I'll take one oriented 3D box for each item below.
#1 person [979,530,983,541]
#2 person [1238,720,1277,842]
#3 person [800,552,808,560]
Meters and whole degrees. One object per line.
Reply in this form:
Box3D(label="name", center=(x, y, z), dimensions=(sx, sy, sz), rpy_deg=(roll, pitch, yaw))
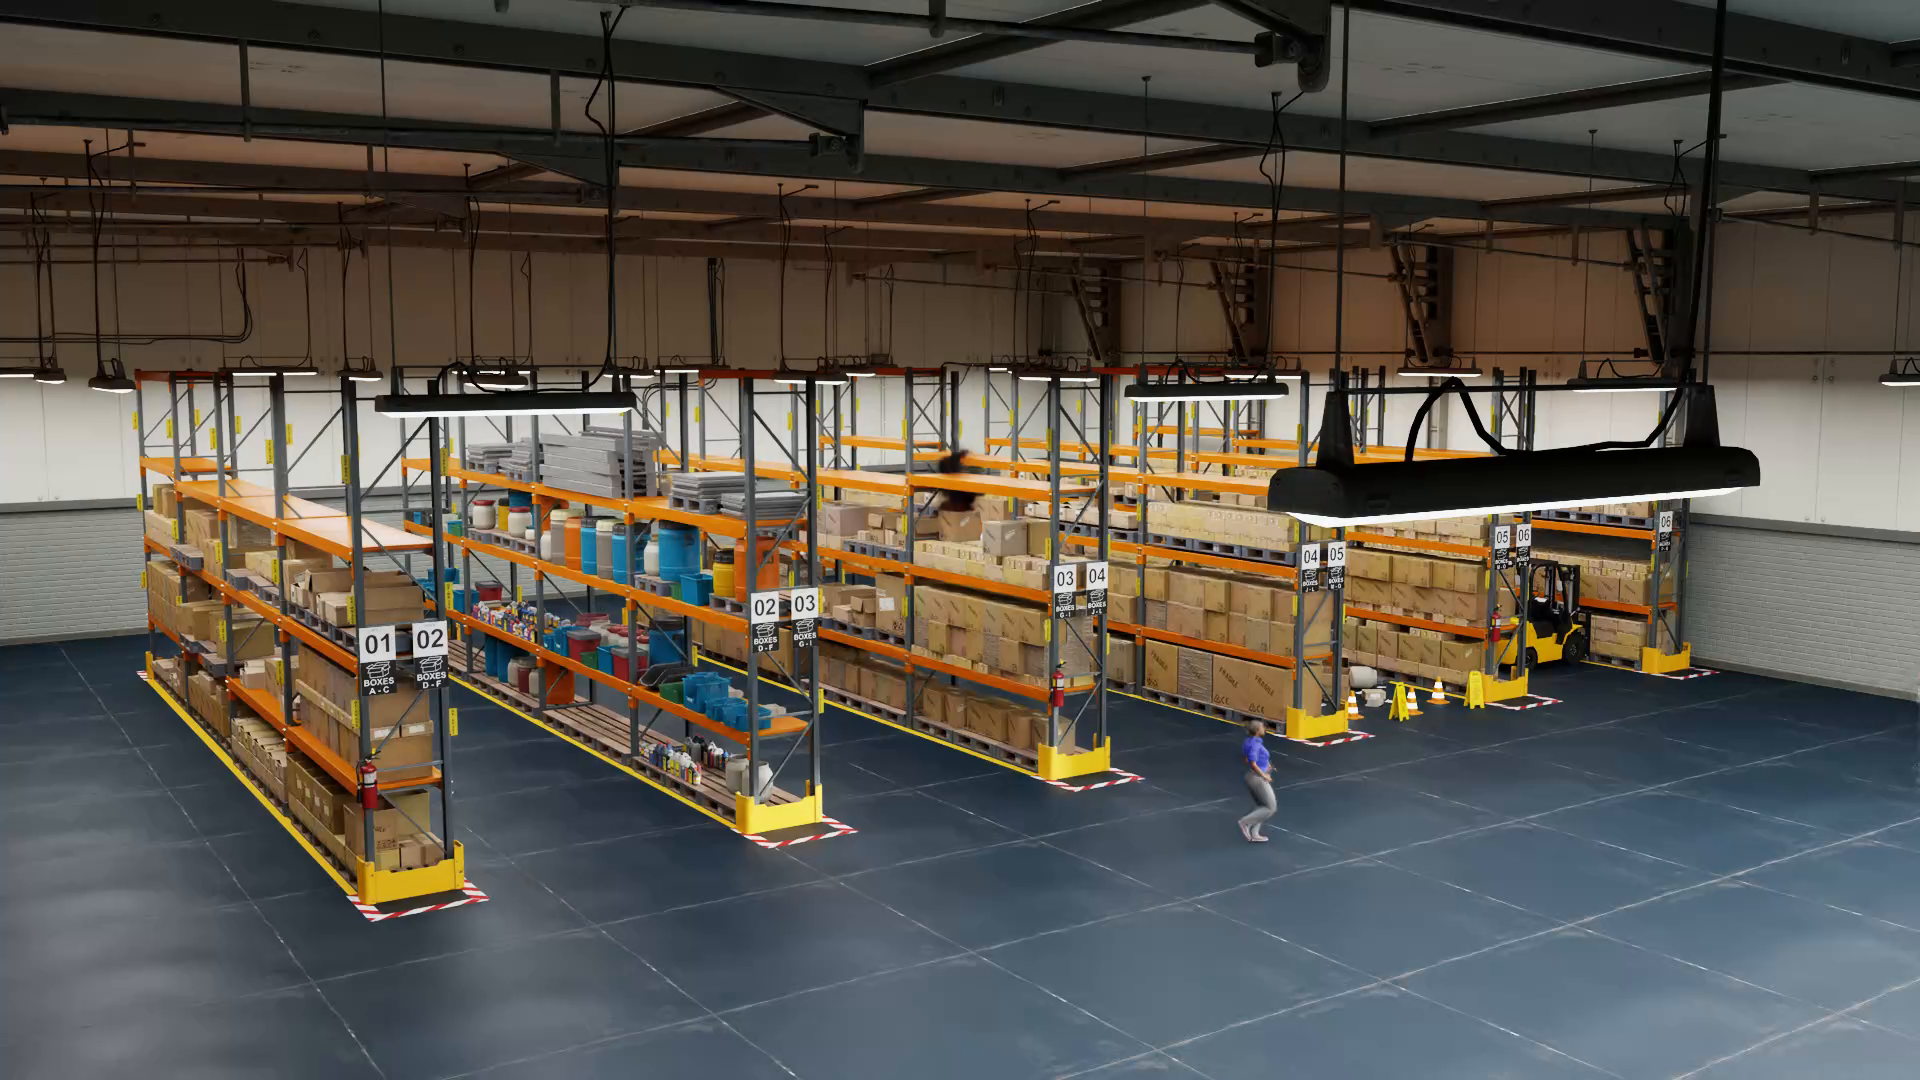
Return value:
Box3D(label="person", center=(0.413, 0.430, 44.786), dimensions=(0.714, 1.783, 0.694), rpy_deg=(1, 6, 5))
Box3D(label="person", center=(3.845, 3.112, 21.470), dimensions=(0.574, 1.605, 0.572), rpy_deg=(-1, 7, -9))
Box3D(label="person", center=(-3.660, 1.117, 38.643), dimensions=(0.703, 1.721, 0.638), rpy_deg=(-3, 7, -28))
